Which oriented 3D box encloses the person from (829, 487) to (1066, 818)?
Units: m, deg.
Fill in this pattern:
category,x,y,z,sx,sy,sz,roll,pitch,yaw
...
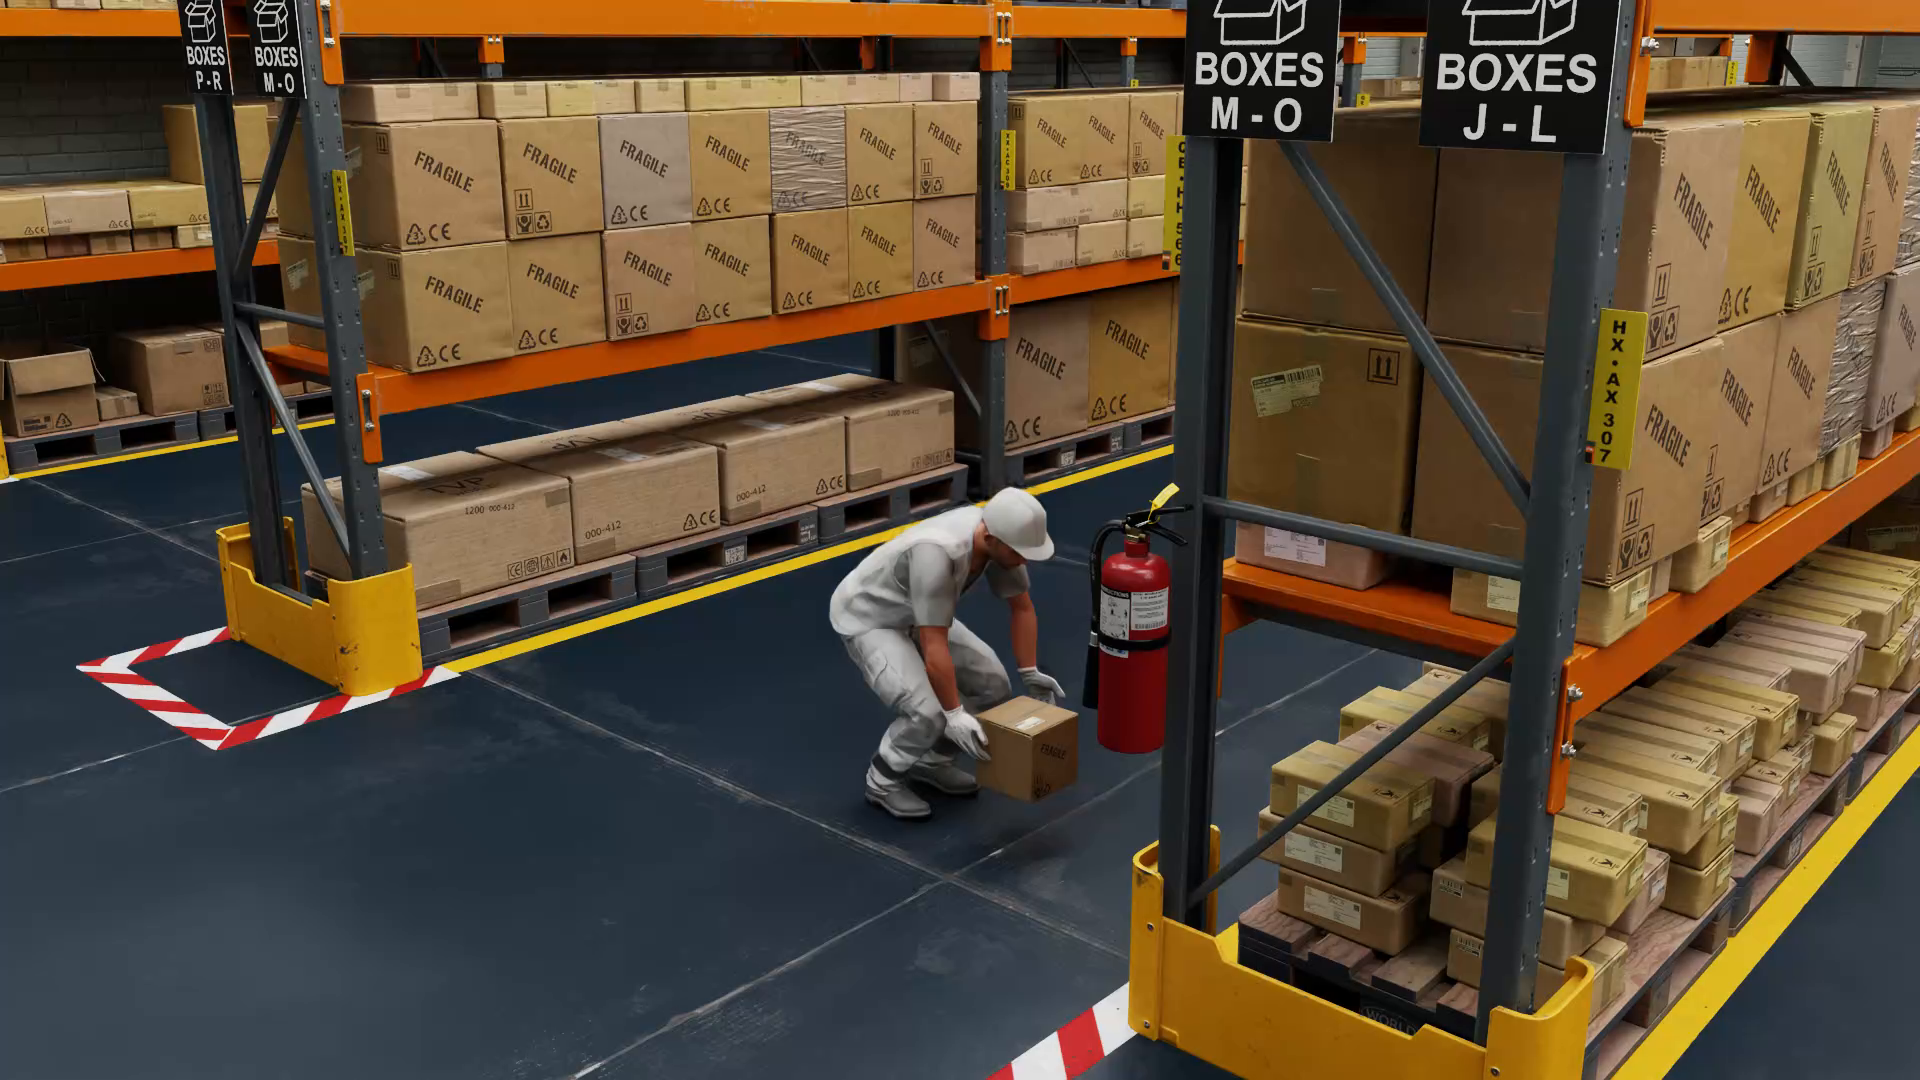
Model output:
category,x,y,z,sx,sy,sz,roll,pitch,yaw
person,-0.044,0.357,5.817,0.839,1.212,0.586,14,22,39
